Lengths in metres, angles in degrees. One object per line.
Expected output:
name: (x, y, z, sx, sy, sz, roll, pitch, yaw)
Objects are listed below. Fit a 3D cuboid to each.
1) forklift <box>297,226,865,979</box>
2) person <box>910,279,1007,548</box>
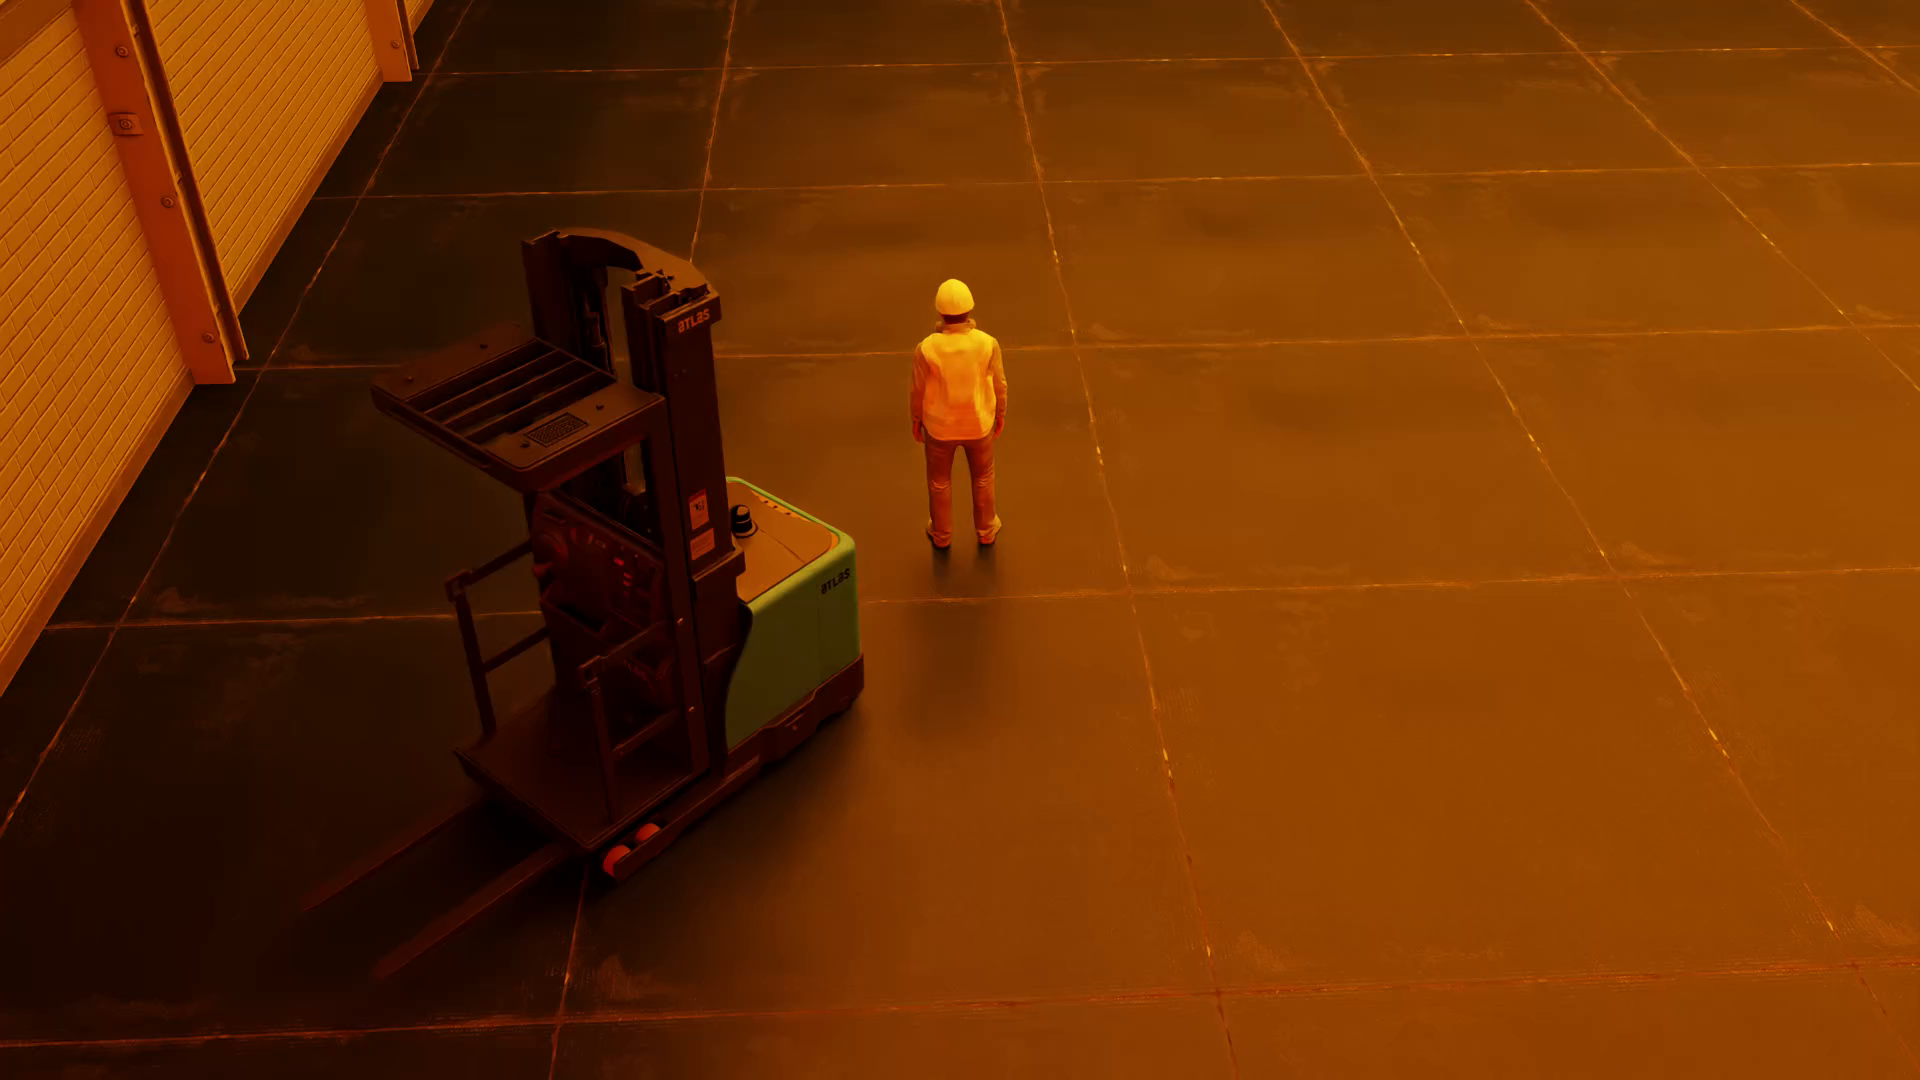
forklift: (-1.868, 0.151, 7.803, 1.130, 2.935, 3.031, 27, 44, 32)
person: (-0.011, -0.729, 9.998, 0.580, 1.770, 0.463, -3, 36, -4)
